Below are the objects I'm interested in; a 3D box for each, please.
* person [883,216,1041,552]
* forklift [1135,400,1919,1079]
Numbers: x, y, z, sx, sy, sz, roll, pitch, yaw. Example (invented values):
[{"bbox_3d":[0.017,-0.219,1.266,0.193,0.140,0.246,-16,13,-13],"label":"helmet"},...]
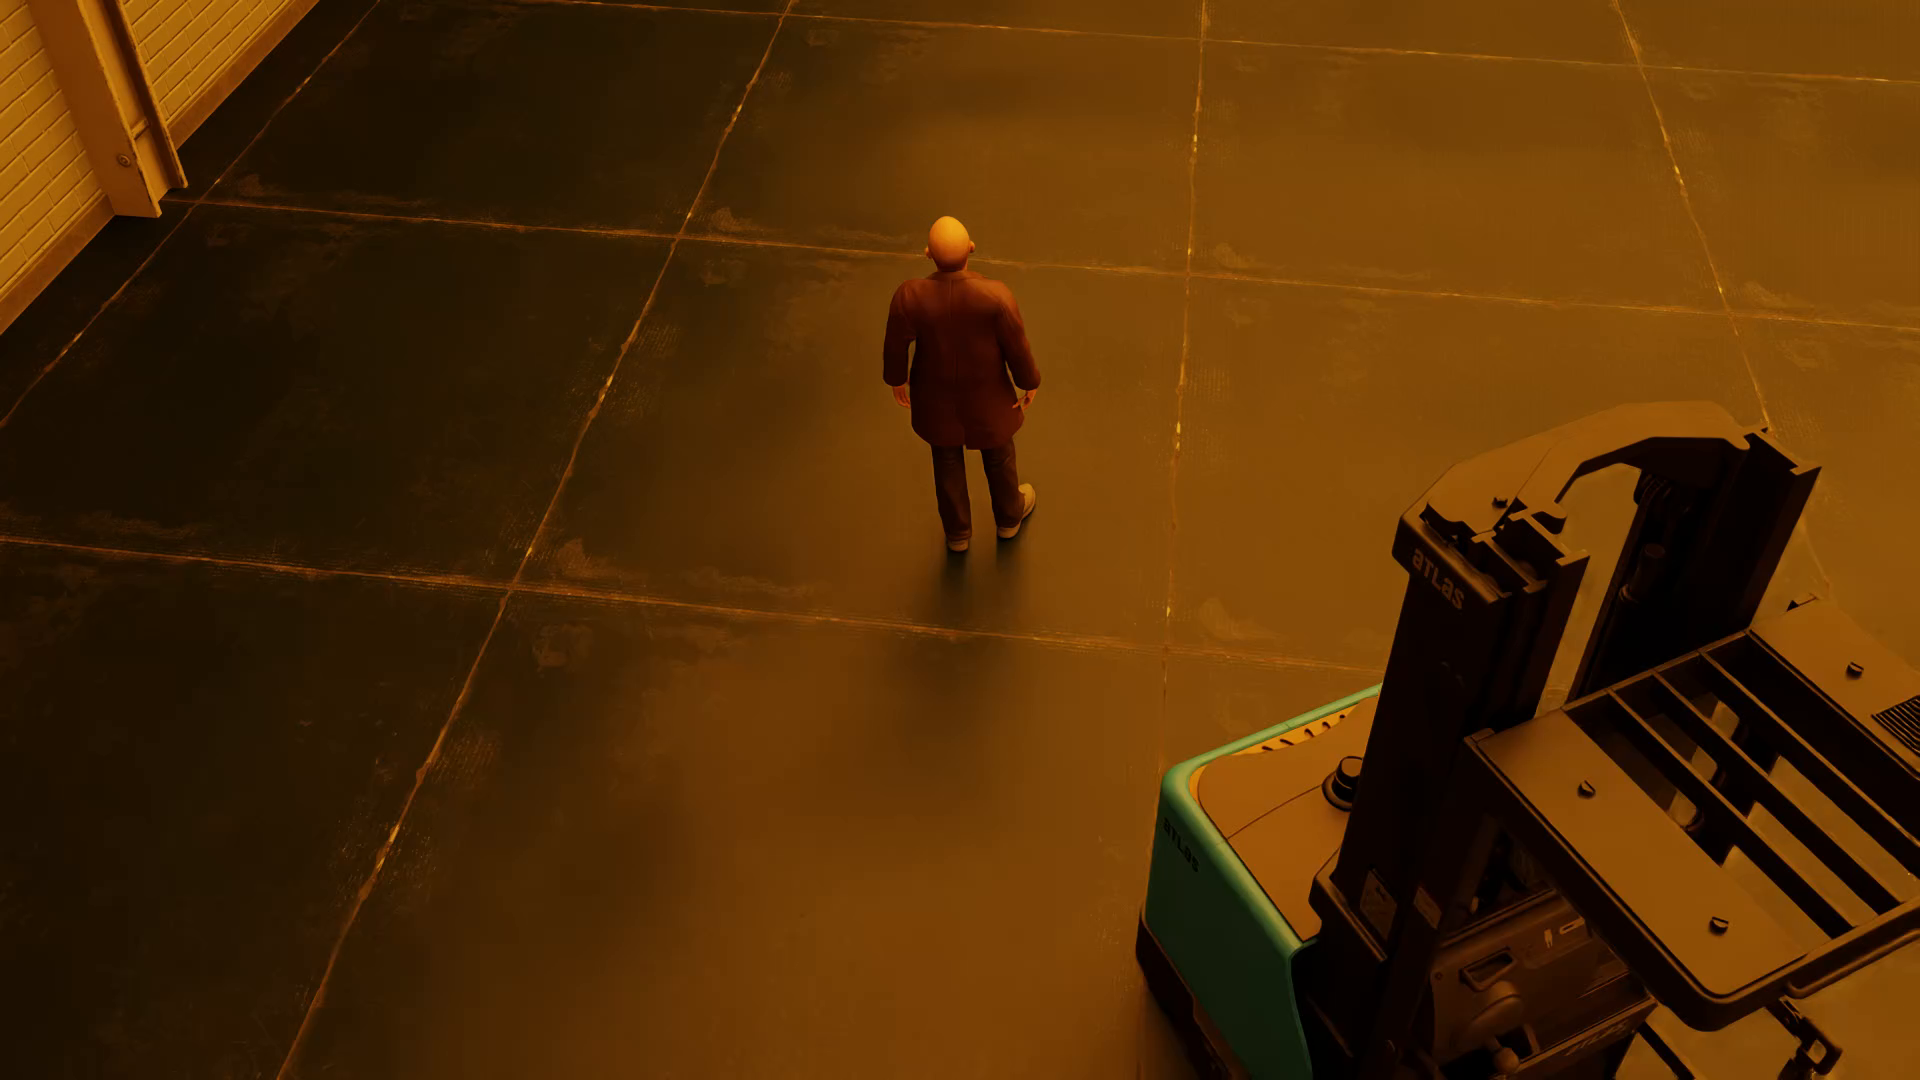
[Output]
[{"bbox_3d":[0.016,-0.721,7.351,0.698,1.777,0.579,5,43,6],"label":"person"},{"bbox_3d":[1.747,1.225,4.390,1.130,2.935,3.031,-18,46,-19],"label":"forklift"}]
